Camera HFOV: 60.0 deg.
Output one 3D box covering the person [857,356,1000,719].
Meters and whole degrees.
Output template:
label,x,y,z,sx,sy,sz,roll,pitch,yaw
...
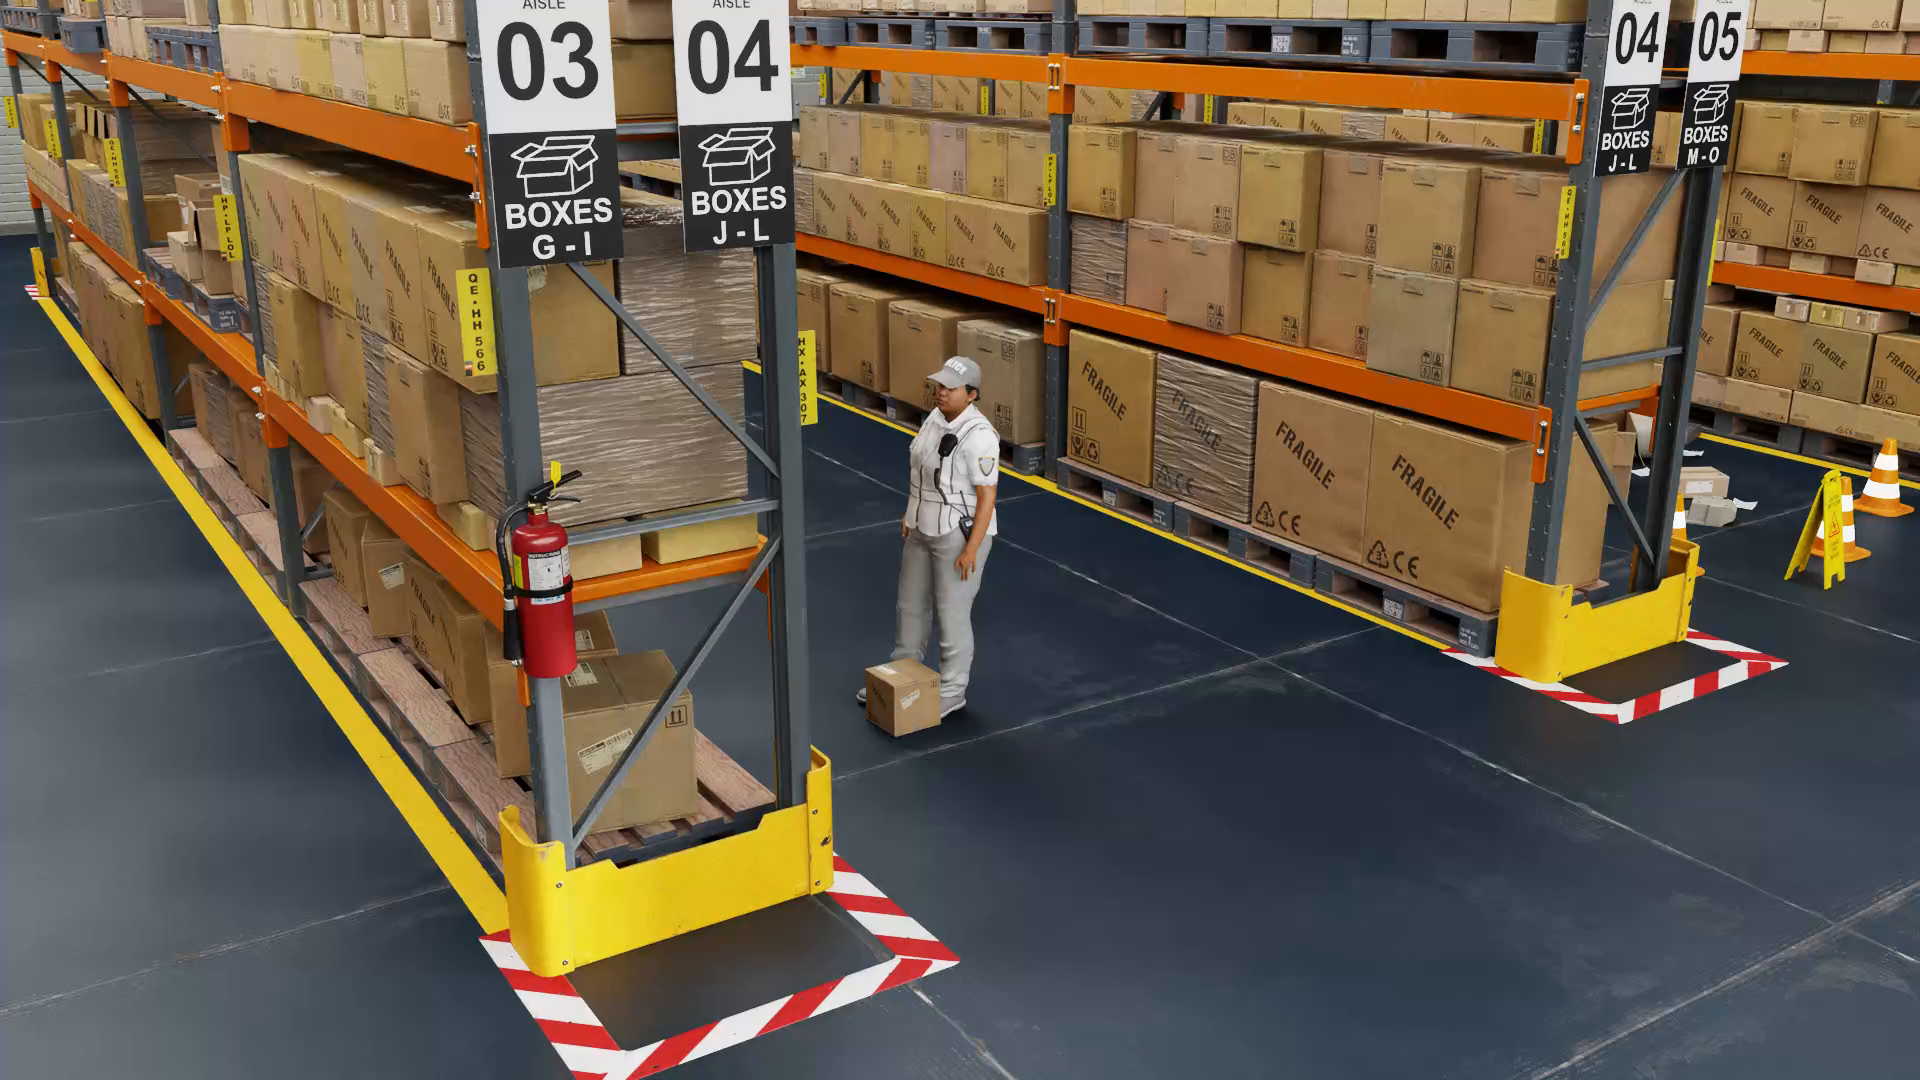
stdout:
label,x,y,z,sx,sy,sz,roll,pitch,yaw
person,-0.129,-0.006,7.534,0.529,1.670,0.599,-12,21,-31
